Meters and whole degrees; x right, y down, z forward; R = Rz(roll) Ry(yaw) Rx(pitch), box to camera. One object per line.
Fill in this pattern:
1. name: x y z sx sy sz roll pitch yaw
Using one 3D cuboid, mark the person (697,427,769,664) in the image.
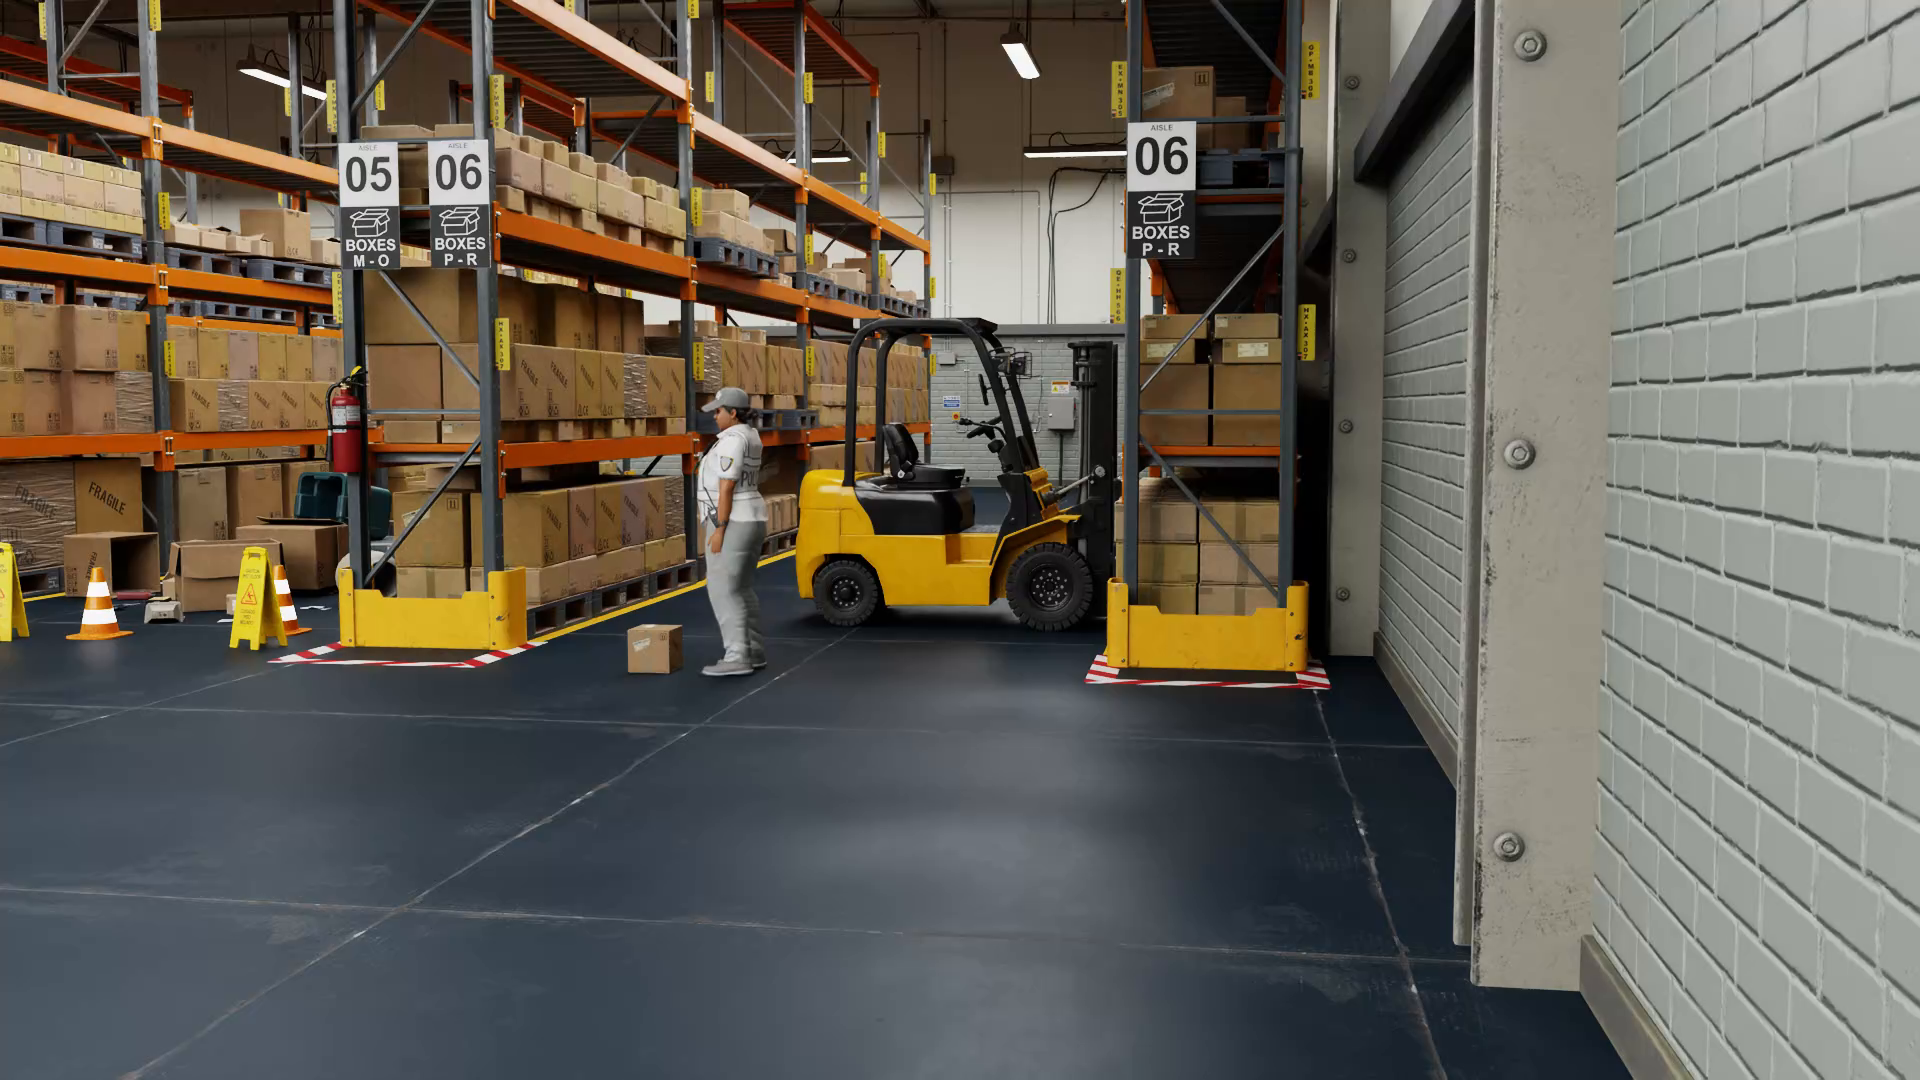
1. person: -1.311 0.026 9.639 0.380 1.354 0.425 1 5 10
